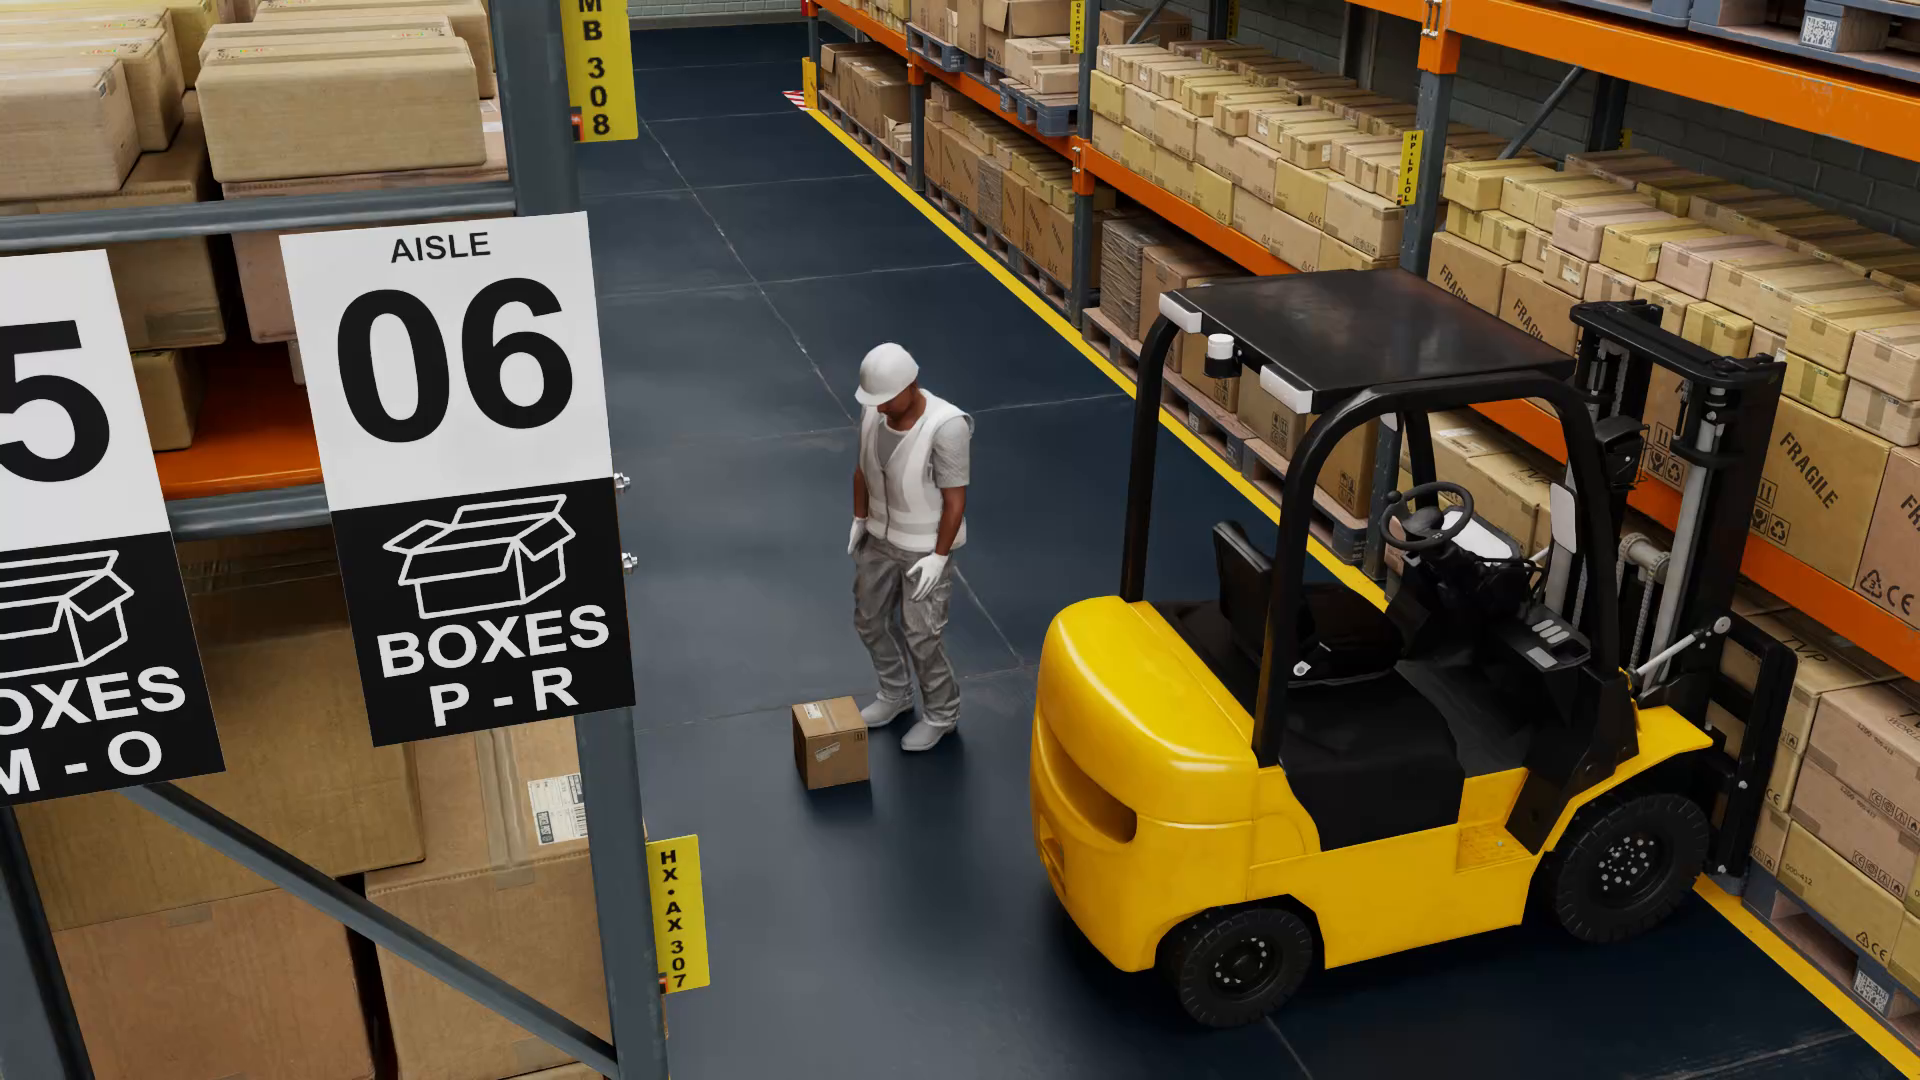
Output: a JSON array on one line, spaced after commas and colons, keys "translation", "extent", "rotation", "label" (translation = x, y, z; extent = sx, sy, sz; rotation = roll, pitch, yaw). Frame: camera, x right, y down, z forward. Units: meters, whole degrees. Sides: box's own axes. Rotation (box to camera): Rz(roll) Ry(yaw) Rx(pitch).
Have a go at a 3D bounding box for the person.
[{"translation": [-0.205, 0.019, 6.612], "extent": [0.573, 1.732, 0.458], "rotation": [23, 34, 39], "label": "person"}]
